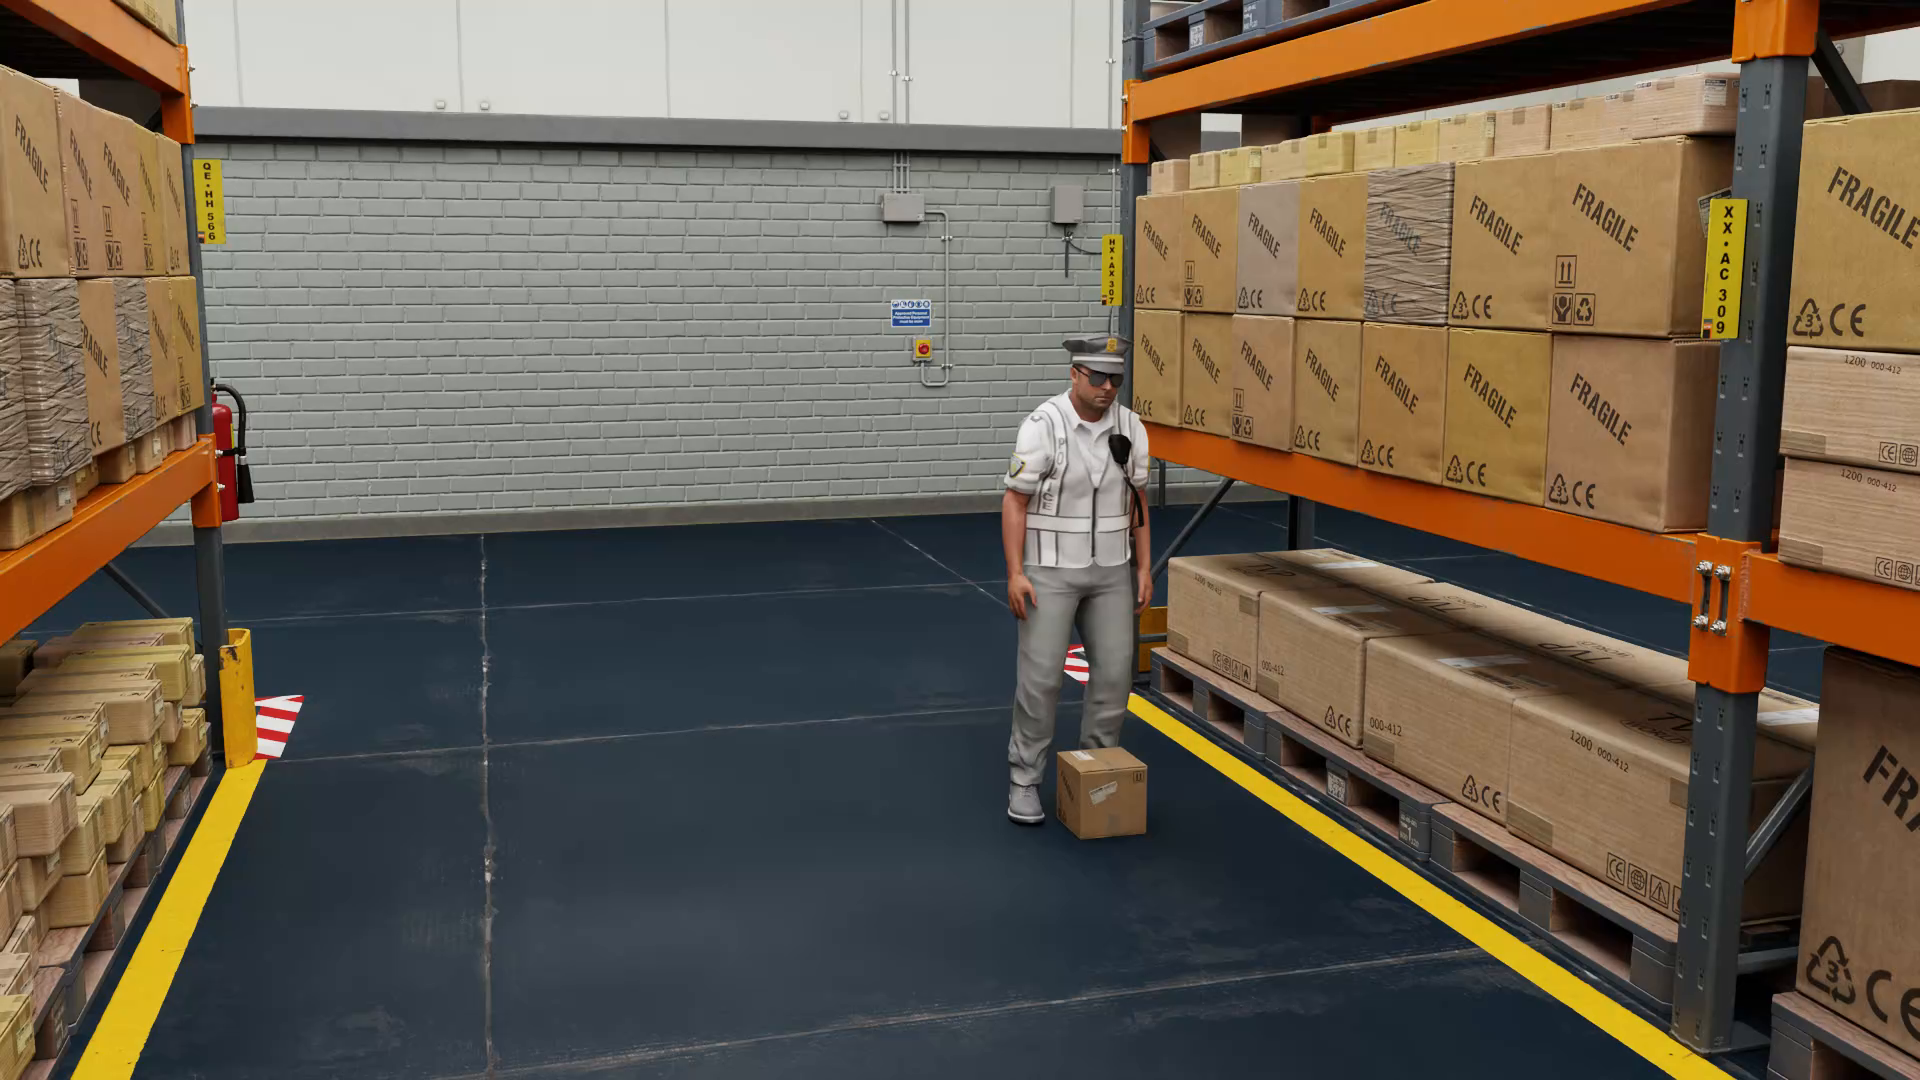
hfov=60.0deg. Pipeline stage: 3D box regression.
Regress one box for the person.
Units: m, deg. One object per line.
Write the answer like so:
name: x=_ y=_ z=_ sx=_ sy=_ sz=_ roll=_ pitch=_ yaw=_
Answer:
person: x=0.426 y=0.122 z=6.099 sx=0.604 sy=1.747 sz=0.437 roll=-3 pitch=10 yaw=-20
